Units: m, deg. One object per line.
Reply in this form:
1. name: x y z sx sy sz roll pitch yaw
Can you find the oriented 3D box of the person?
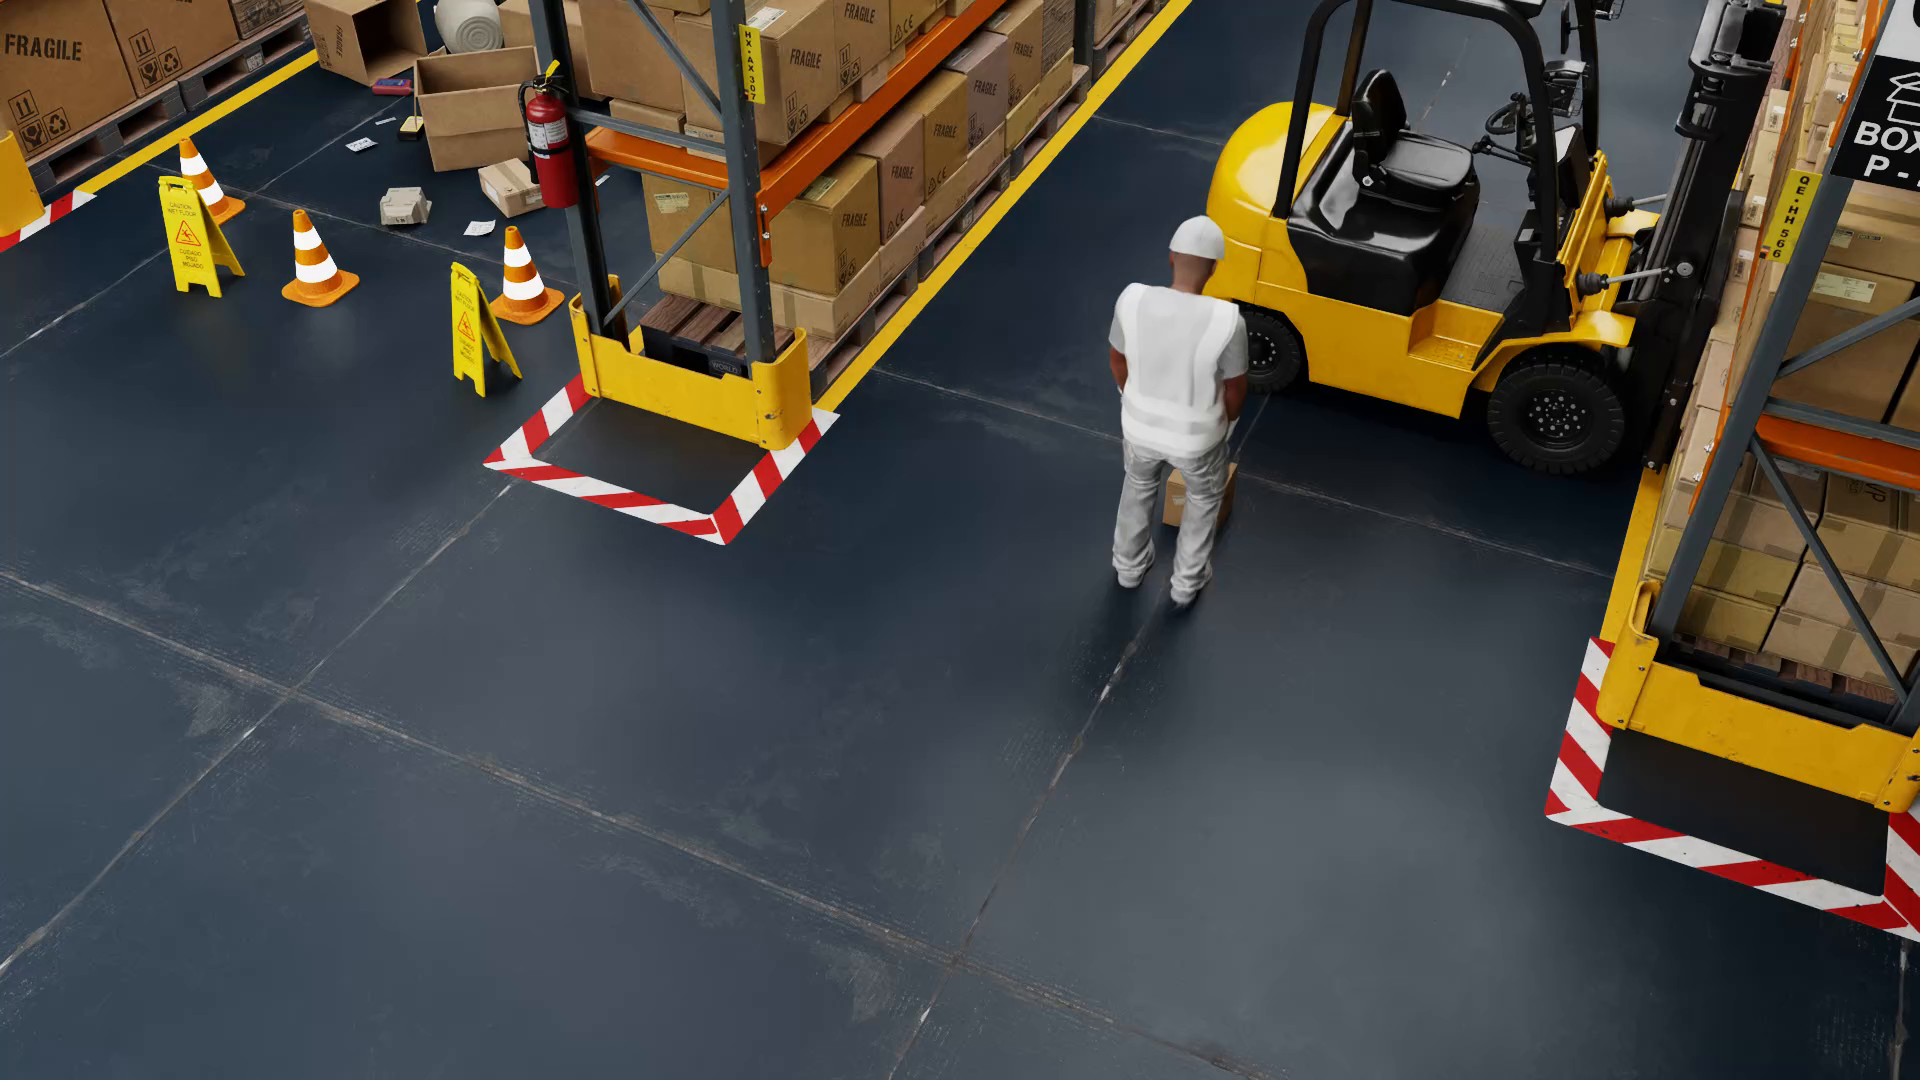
1. person: 0.863 -0.497 6.745 0.573 1.732 0.458 18 45 19
